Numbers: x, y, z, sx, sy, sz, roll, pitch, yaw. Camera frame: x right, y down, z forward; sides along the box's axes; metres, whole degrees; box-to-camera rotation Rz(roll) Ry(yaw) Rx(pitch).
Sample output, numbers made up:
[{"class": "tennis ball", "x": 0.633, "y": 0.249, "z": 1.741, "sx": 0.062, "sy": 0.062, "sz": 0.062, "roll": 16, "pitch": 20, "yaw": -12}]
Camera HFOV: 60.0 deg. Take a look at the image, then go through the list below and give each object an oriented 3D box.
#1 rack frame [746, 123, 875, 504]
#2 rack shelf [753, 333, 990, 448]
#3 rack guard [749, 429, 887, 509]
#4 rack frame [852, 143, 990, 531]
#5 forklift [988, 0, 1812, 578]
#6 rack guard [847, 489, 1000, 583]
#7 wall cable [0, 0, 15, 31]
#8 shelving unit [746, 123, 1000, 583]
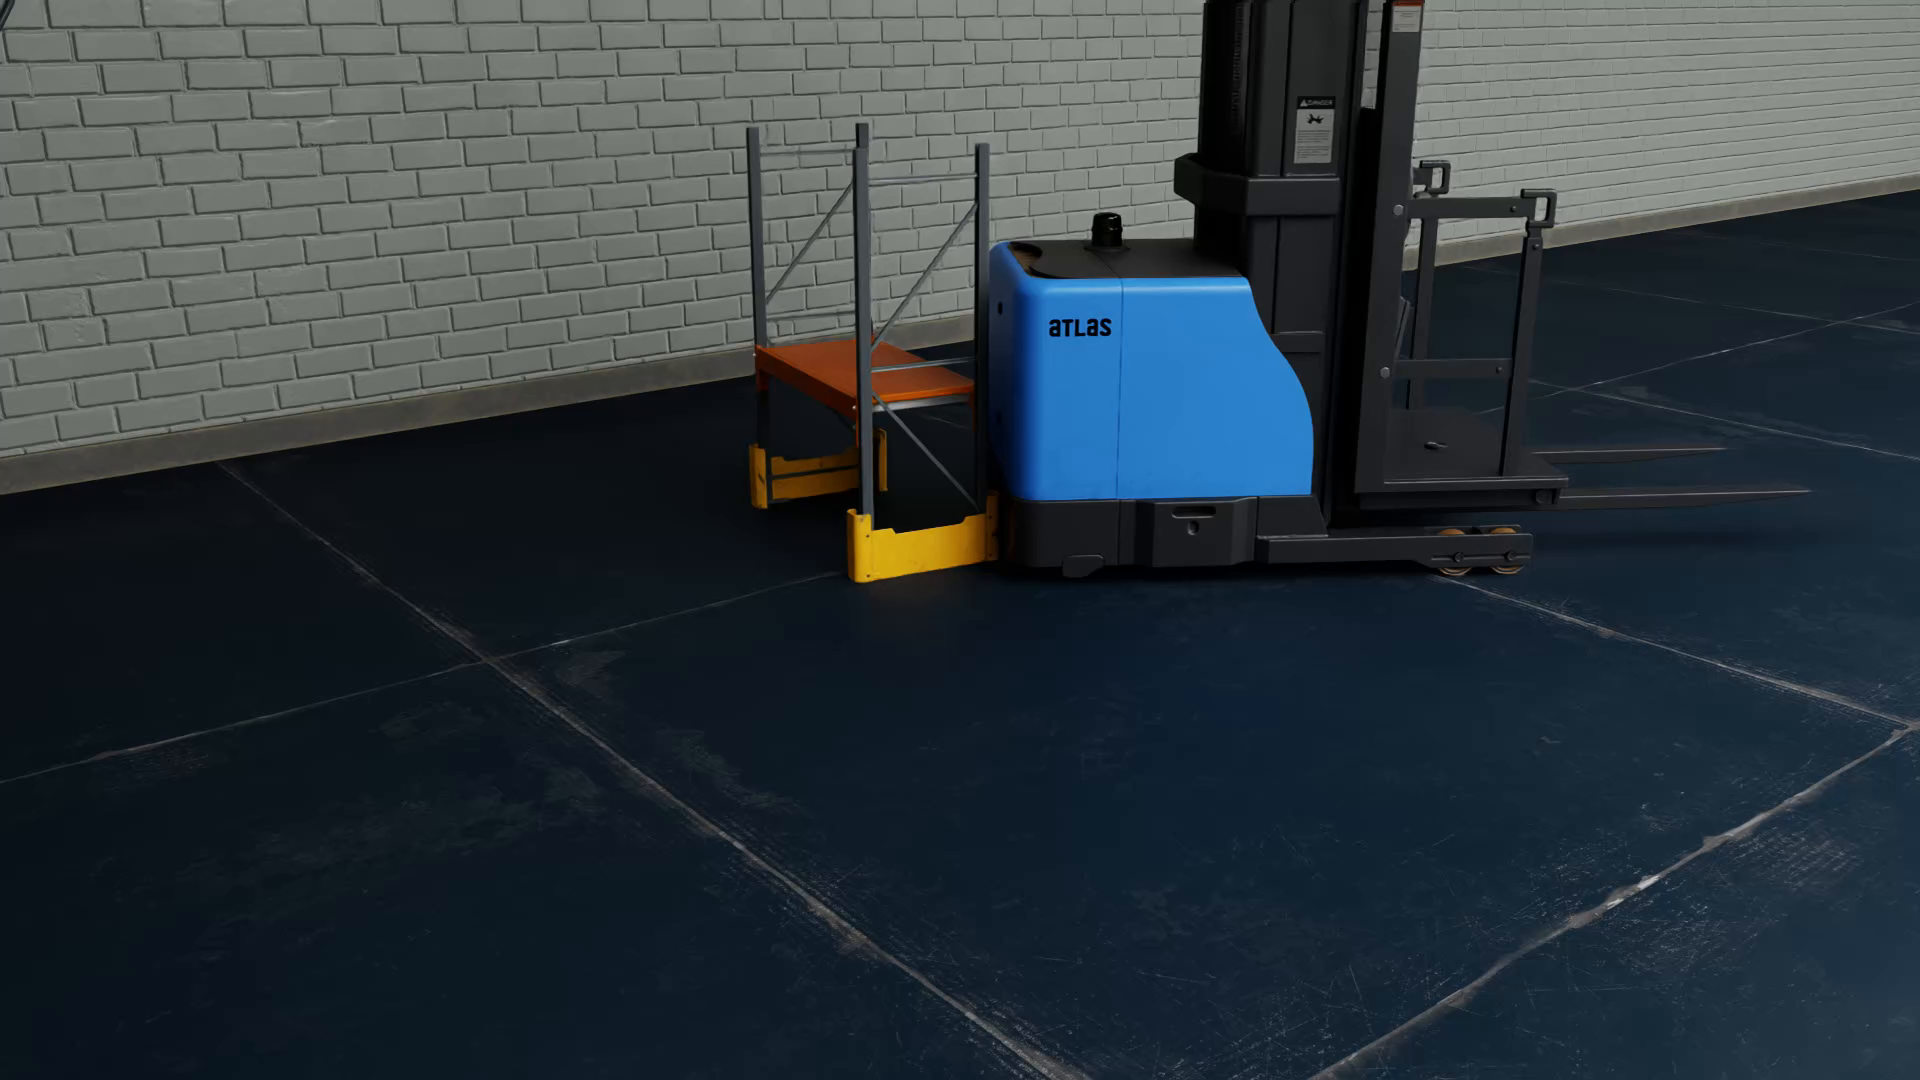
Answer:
[{"class": "rack frame", "x": -0.589, "y": -0.896, "z": 6.683, "sx": 0.500, "sy": 1.500, "sz": 0.032, "roll": -9, "pitch": 20, "yaw": -26}, {"class": "rack shelf", "x": -0.358, "y": -0.583, "z": 6.310, "sx": 0.538, "sy": 0.185, "sz": 1.000, "roll": -9, "pitch": 20, "yaw": -26}, {"class": "rack guard", "x": -0.580, "y": -0.297, "z": 6.863, "sx": 0.587, "sy": 0.250, "sz": 0.087, "roll": -9, "pitch": 20, "yaw": -26}, {"class": "rack frame", "x": -0.127, "y": -0.612, "z": 5.823, "sx": 0.500, "sy": 1.500, "sz": 0.032, "roll": -9, "pitch": 20, "yaw": -26}, {"class": "forklift", "x": 1.643, "y": -1.427, "z": 6.008, "sx": 3.031, "sy": 2.935, "sz": 1.130, "roll": -1, "pitch": 18, "yaw": -5}, {"class": "rack guard", "x": -0.127, "y": -0.019, "z": 6.021, "sx": 0.587, "sy": 0.250, "sz": 0.087, "roll": -9, "pitch": 20, "yaw": -26}, {"class": "wall cable", "x": -4.874, "y": -2.756, "z": 5.308, "sx": 3.097, "sy": 2.526, "sz": 0.112, "roll": -14, "pitch": 23, "yaw": -36}, {"class": "shelving unit", "x": -0.354, "y": -0.751, "z": 6.246, "sx": 0.587, "sy": 1.500, "sz": 1.083, "roll": -9, "pitch": 20, "yaw": -26}]
